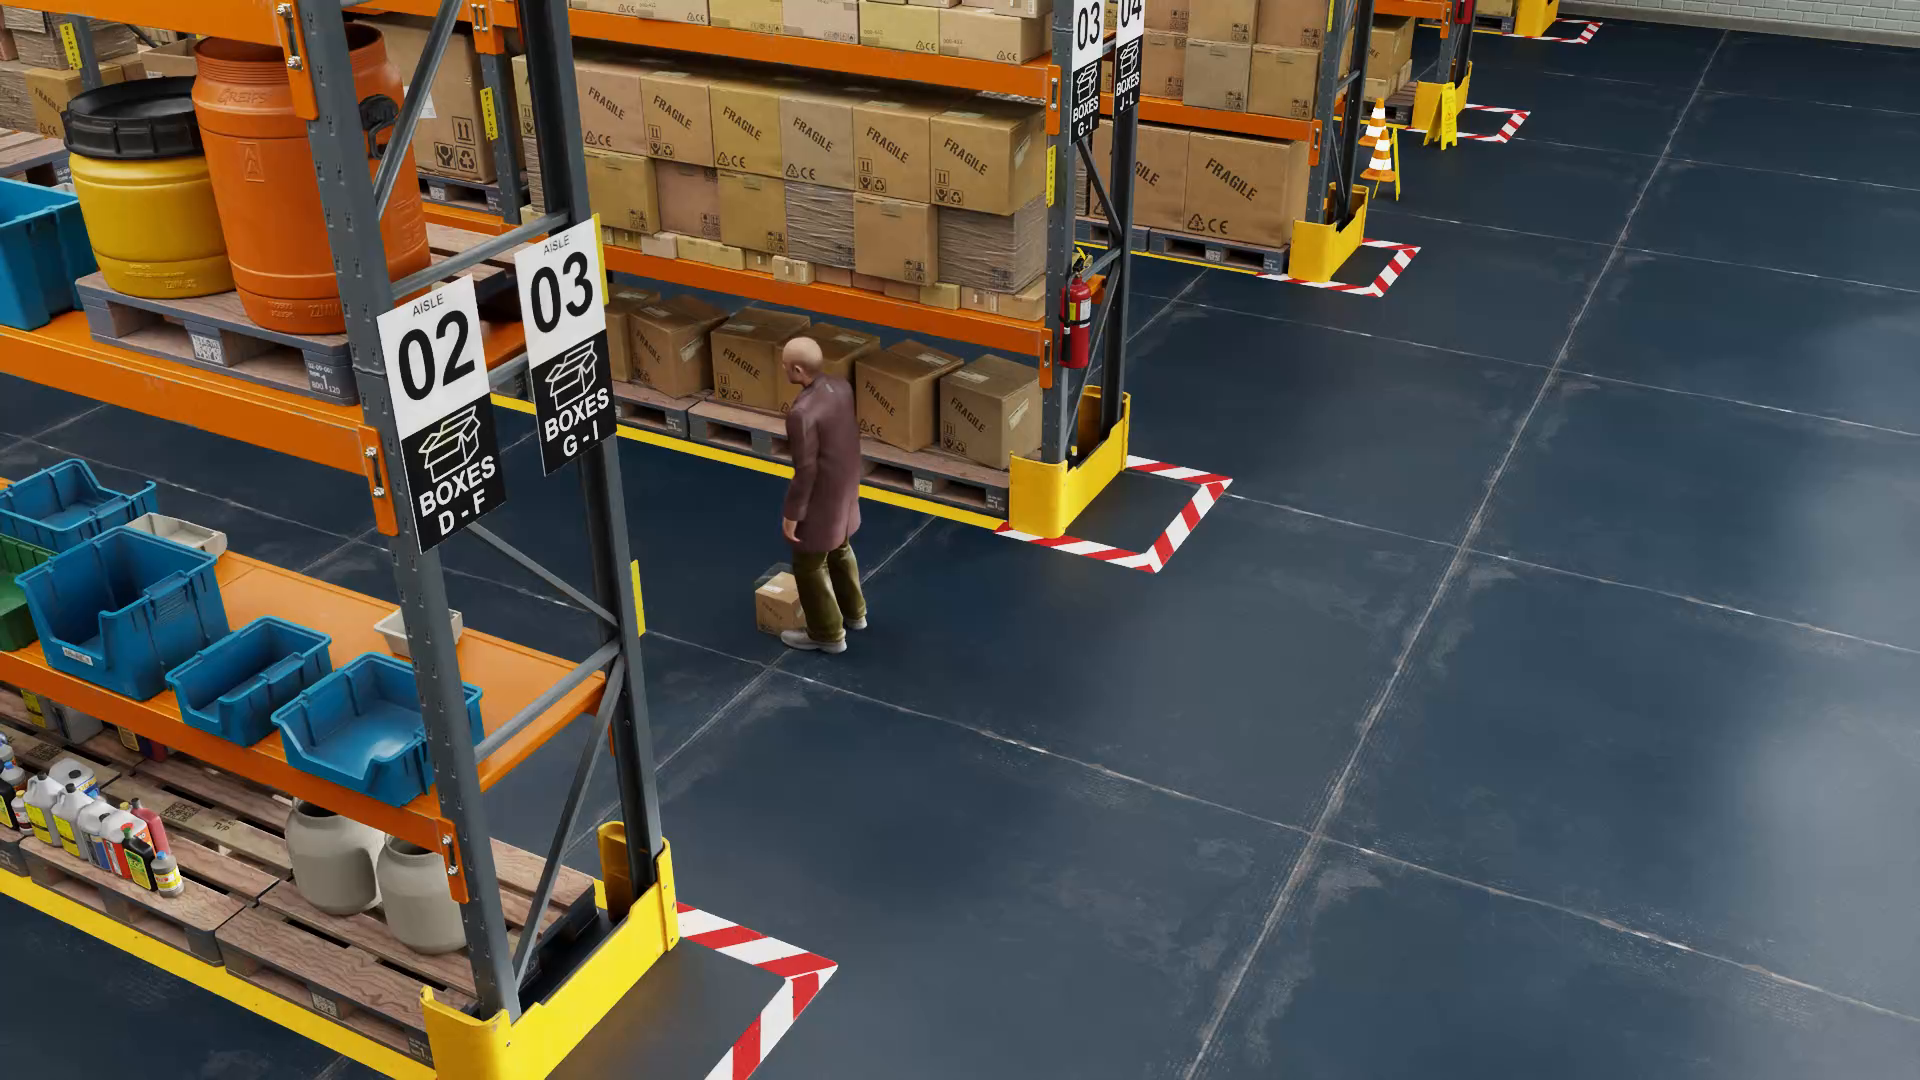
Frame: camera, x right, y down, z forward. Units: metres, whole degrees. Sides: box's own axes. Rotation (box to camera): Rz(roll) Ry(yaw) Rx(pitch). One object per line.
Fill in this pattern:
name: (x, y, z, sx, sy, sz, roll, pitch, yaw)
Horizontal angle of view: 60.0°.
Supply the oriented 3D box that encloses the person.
person: (-0.736, -0.234, 8.723, 0.422, 1.774, 0.654, 12, 32, 21)
